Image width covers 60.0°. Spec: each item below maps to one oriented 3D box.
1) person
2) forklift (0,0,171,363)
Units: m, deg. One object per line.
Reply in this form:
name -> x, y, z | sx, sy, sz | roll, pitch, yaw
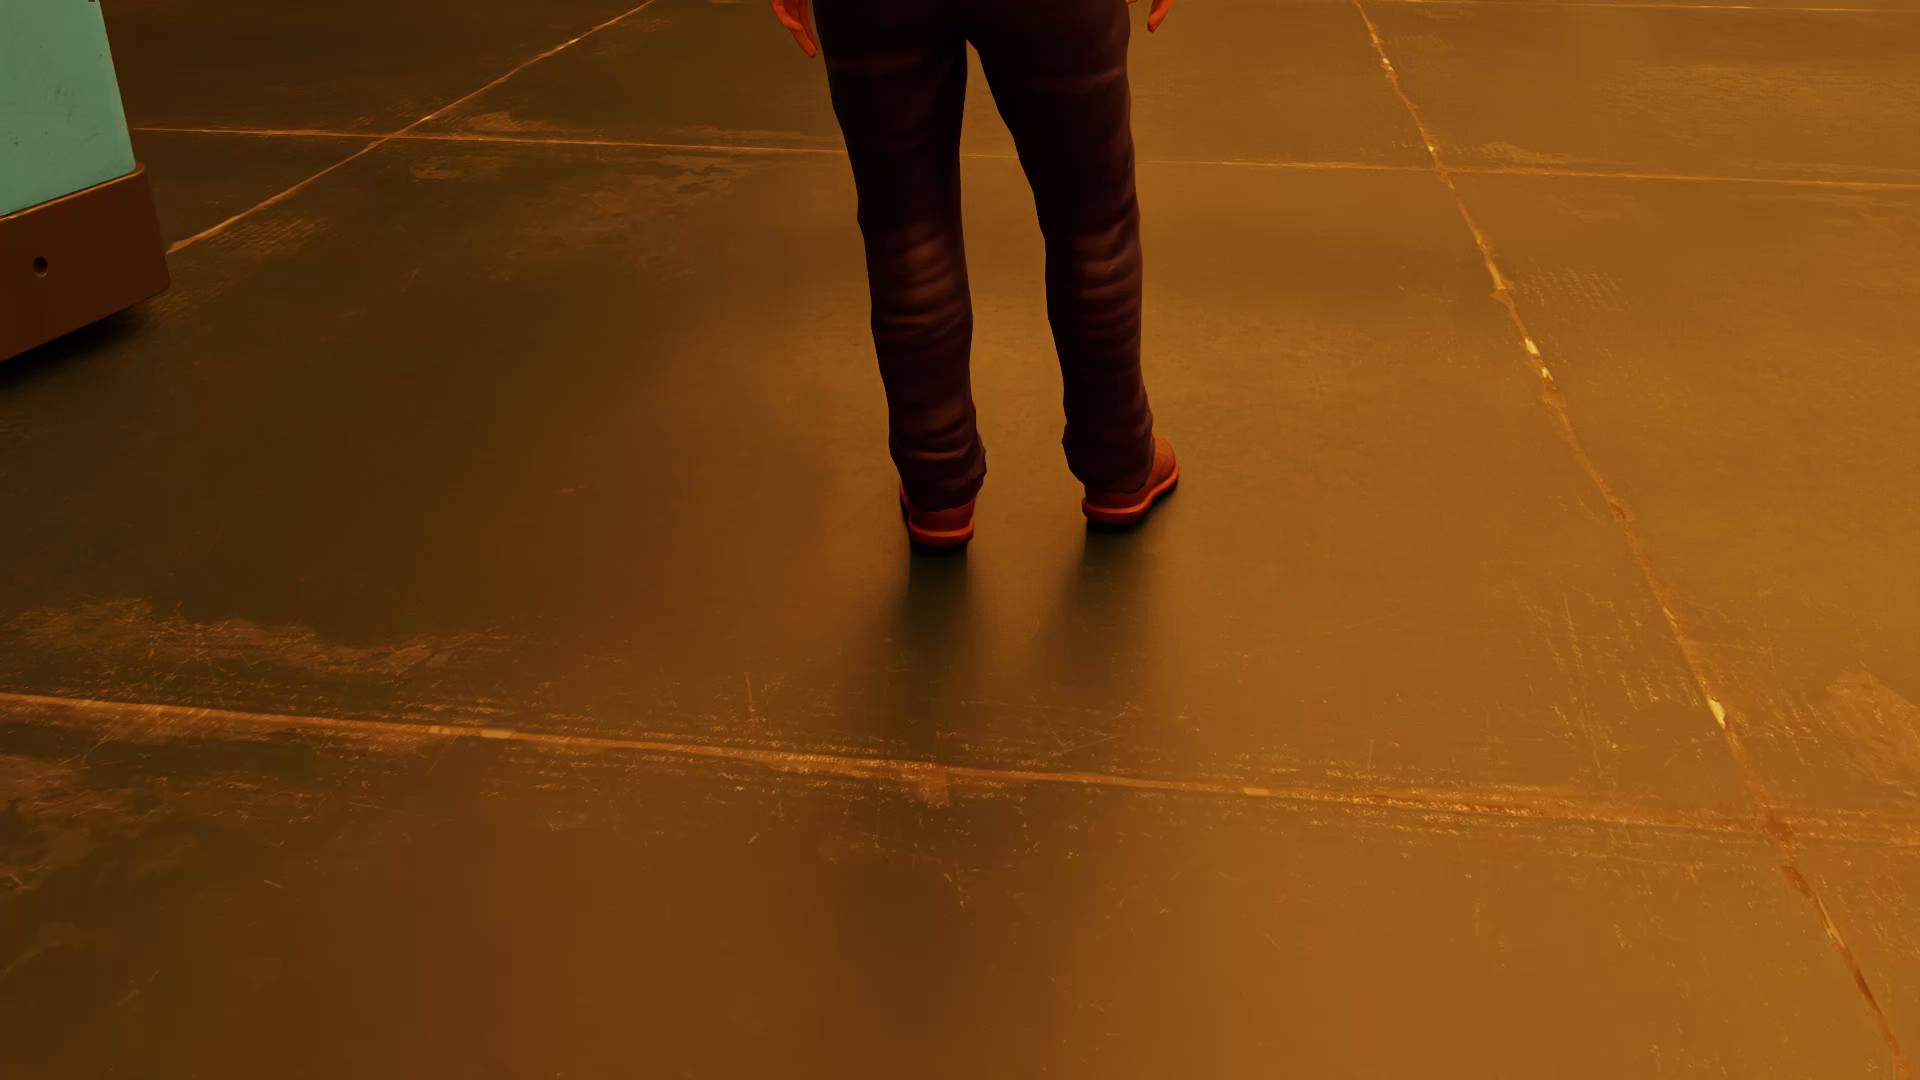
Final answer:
person -> 0.035, -0.777, 2.209 | 0.598, 1.640, 0.502 | 3, 27, 7
forklift -> -3.172, -1.746, 2.717 | 3.031, 2.935, 1.130 | 7, 27, 14
